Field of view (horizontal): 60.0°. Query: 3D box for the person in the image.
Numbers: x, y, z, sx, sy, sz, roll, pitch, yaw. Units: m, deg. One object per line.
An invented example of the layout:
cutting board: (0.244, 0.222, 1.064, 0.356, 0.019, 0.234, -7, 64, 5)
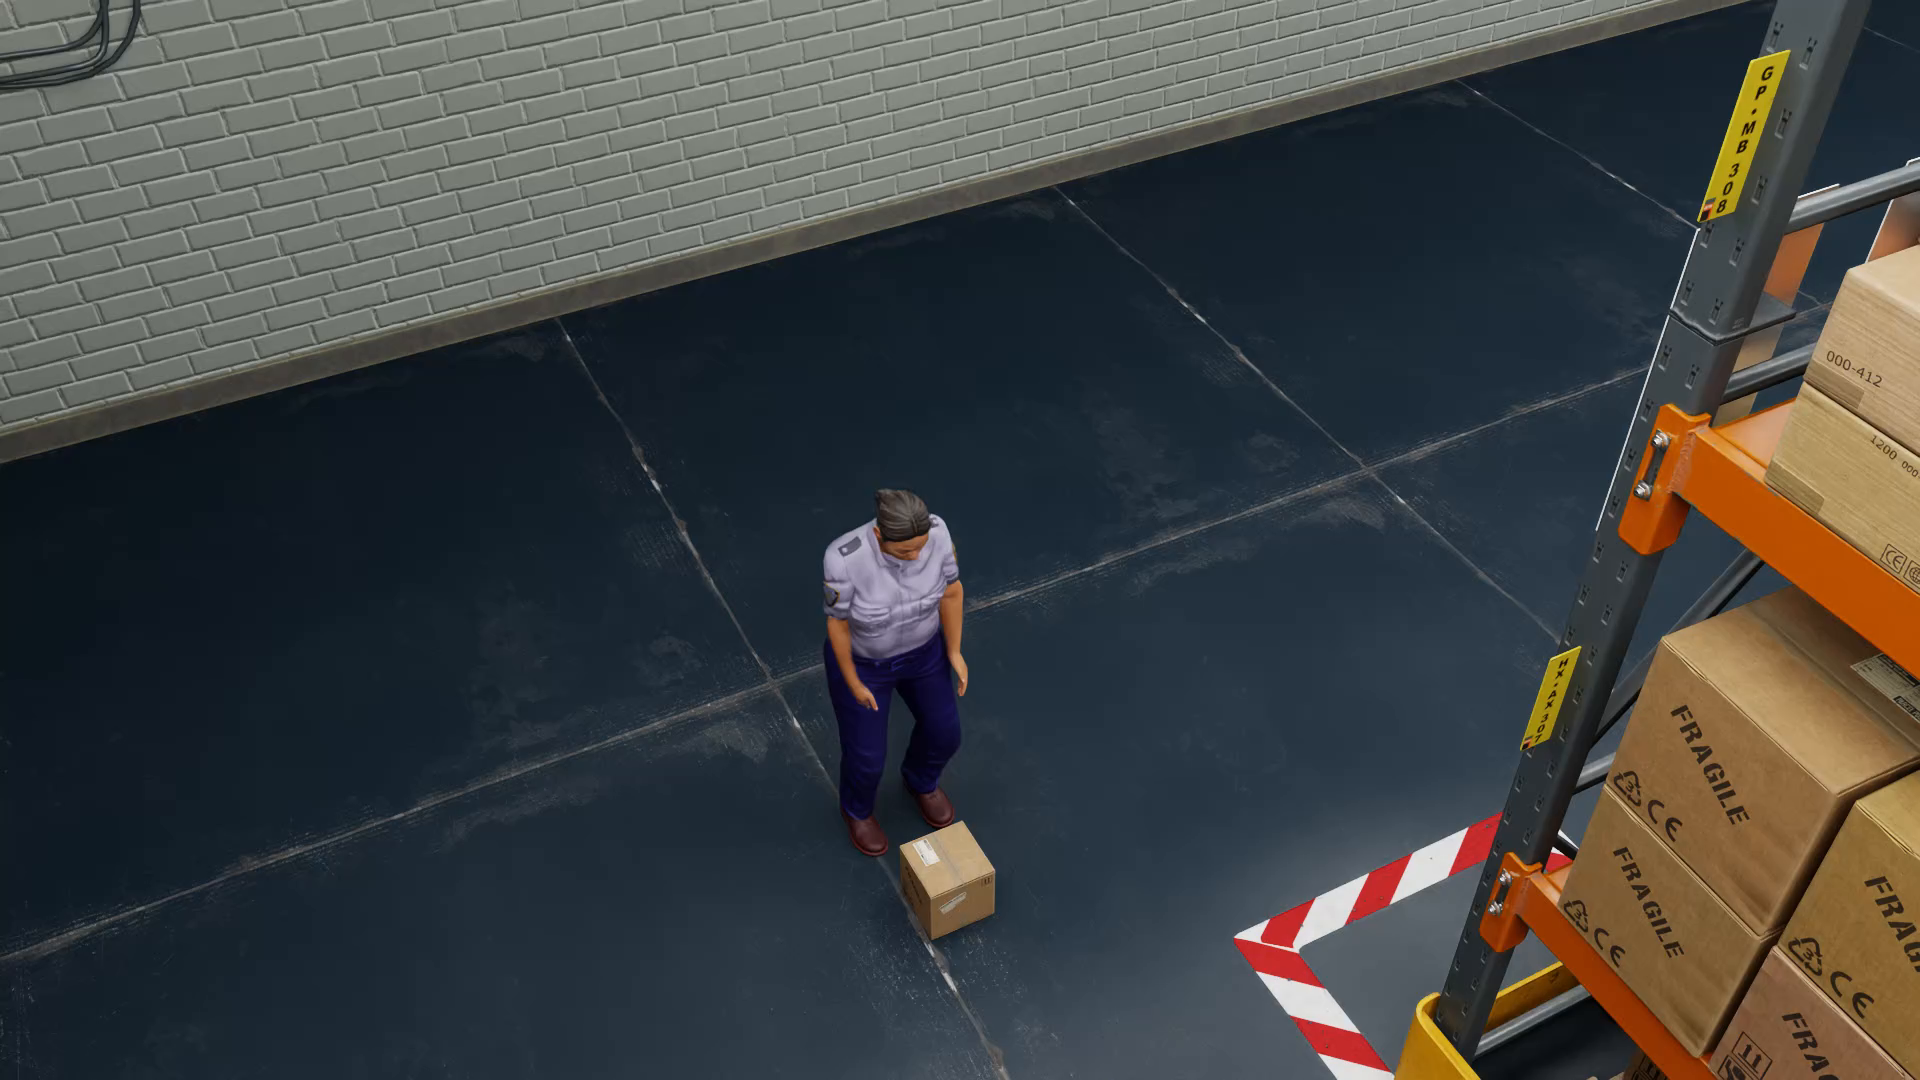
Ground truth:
person: (-0.223, 0.417, 5.750, 0.496, 1.597, 0.390, -18, 45, -19)
